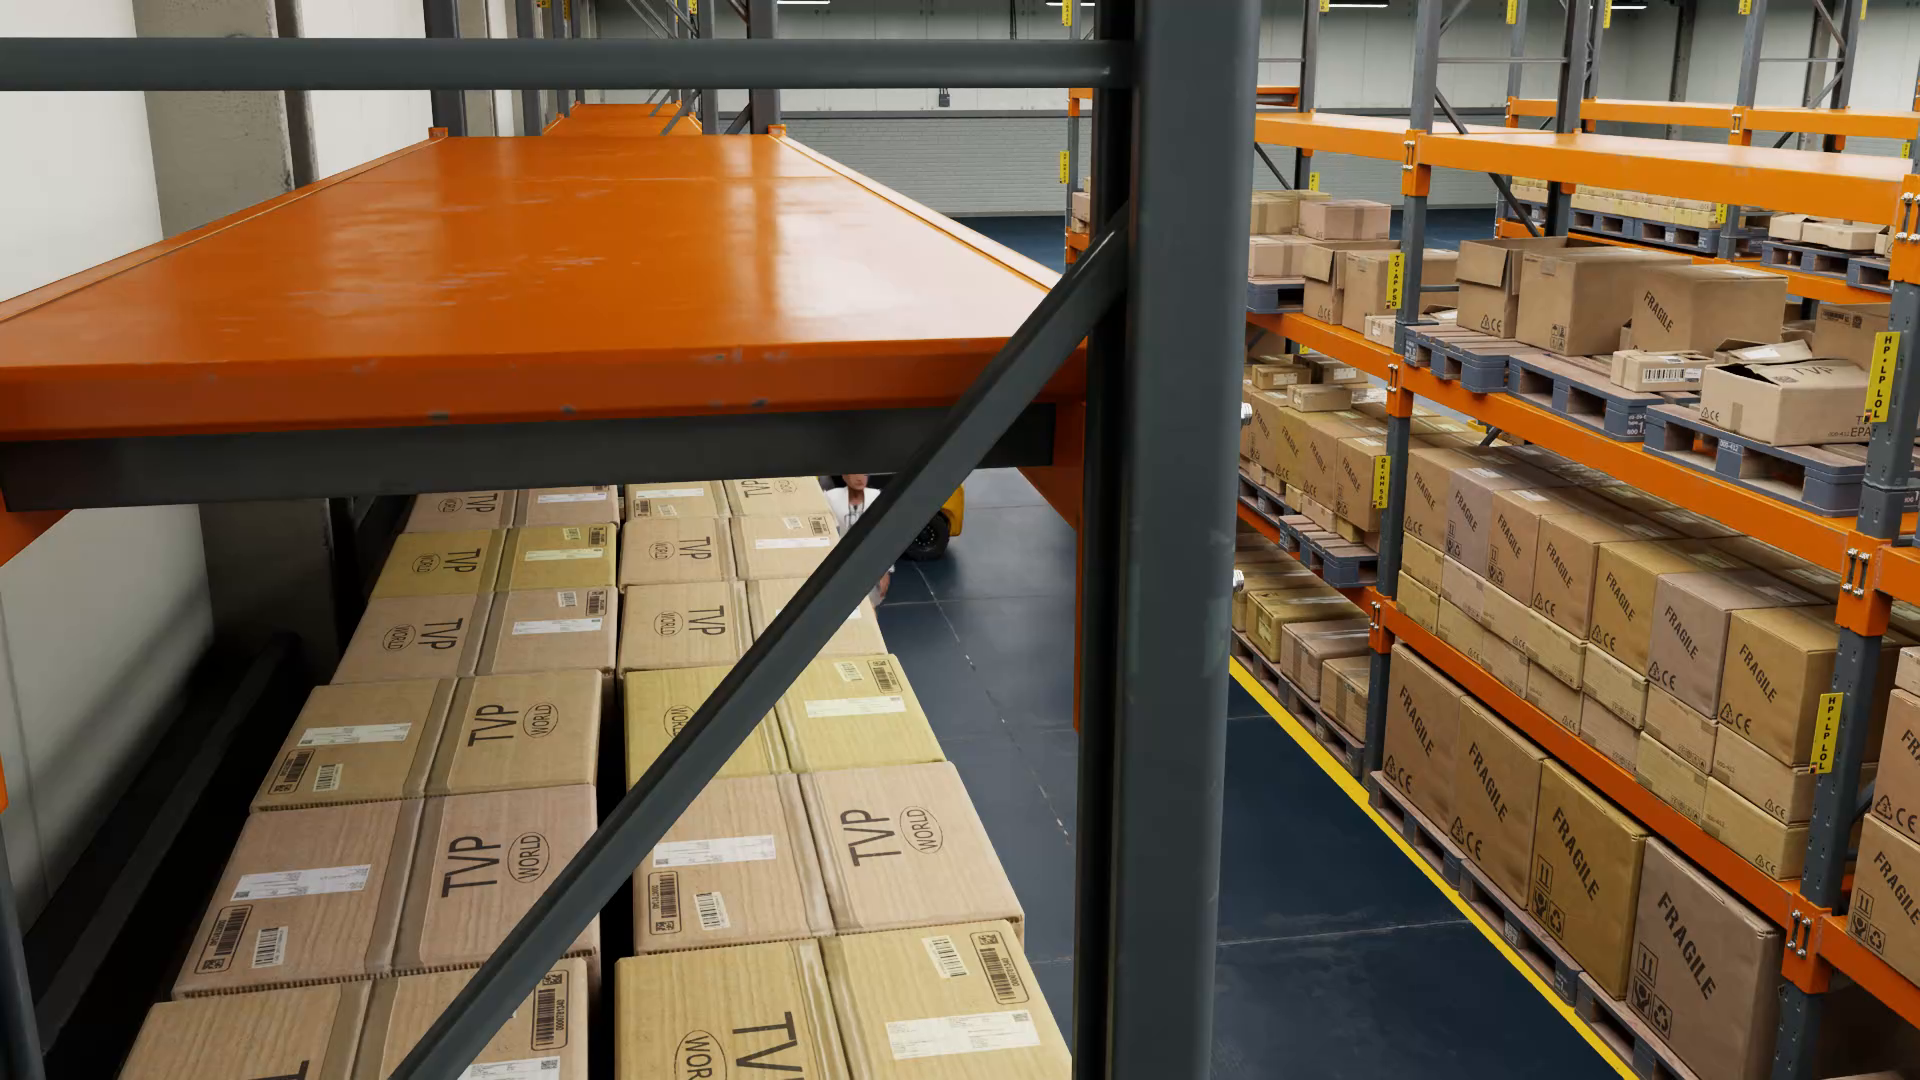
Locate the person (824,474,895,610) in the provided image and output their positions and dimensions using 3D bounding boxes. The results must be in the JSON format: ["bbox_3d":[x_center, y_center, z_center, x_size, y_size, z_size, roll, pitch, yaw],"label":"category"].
[{"bbox_3d":[-0.742,0.259,12.106,0.588,1.755,0.855,-3,16,-11],"label":"person"}]
